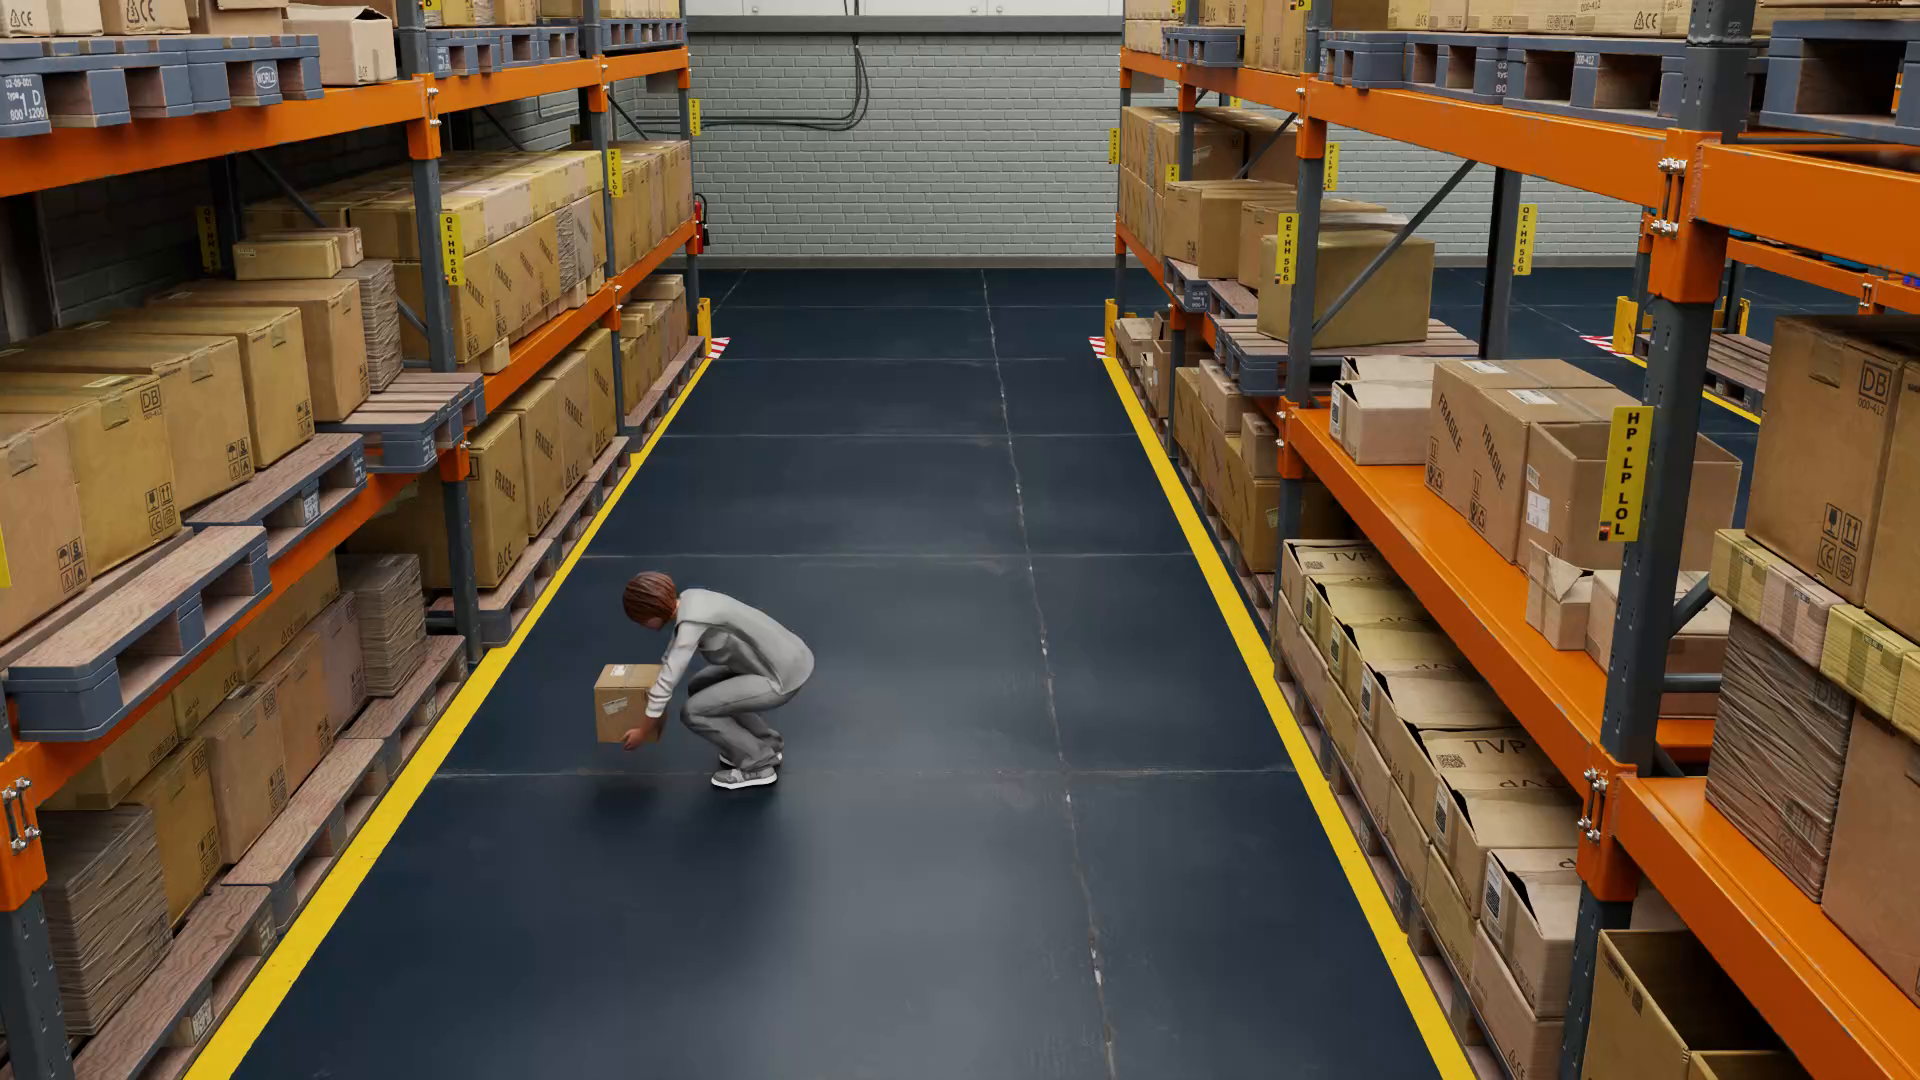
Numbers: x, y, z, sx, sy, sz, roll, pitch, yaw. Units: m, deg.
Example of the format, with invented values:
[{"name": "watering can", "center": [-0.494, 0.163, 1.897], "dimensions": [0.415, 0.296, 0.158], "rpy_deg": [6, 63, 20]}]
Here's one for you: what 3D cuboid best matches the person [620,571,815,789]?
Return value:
[{"name": "person", "center": [-1.008, 0.568, 6.911], "dimensions": [0.806, 0.907, 0.446], "rpy_deg": [0, 17, -1]}]
